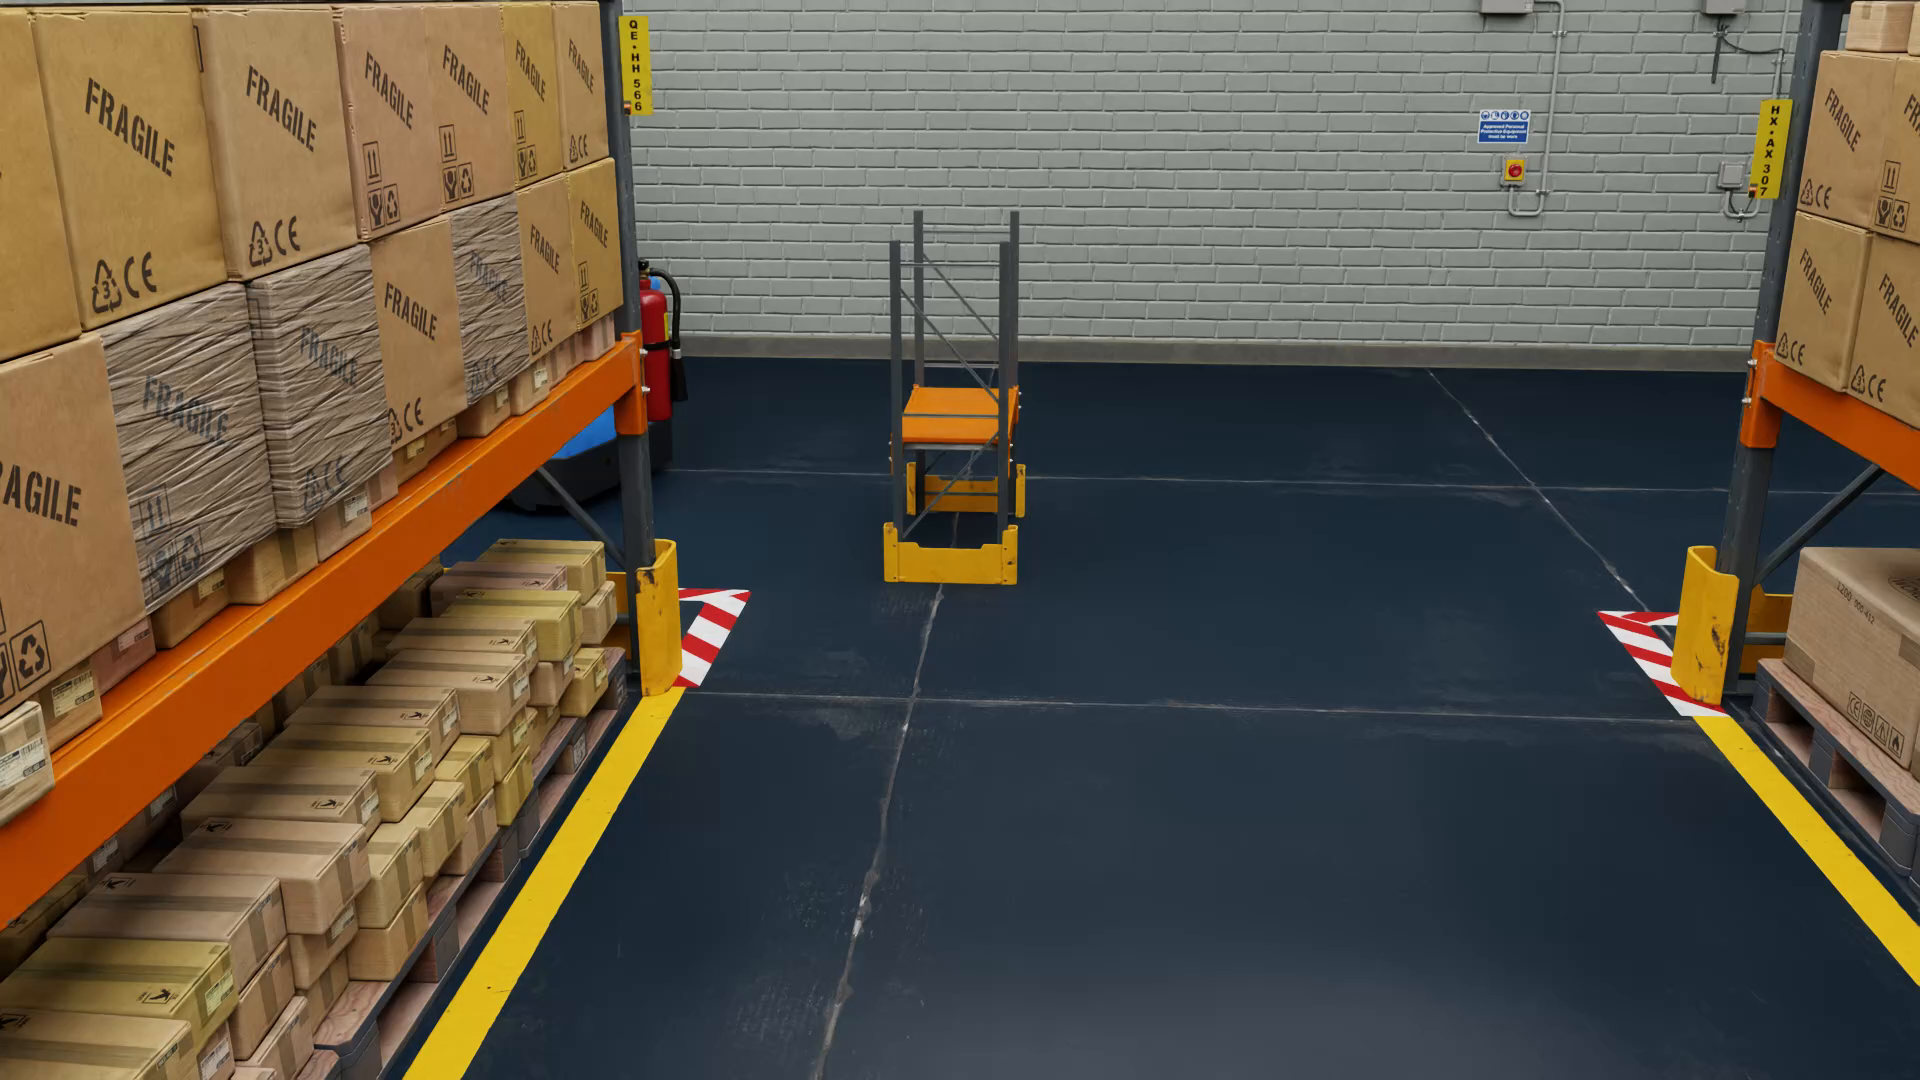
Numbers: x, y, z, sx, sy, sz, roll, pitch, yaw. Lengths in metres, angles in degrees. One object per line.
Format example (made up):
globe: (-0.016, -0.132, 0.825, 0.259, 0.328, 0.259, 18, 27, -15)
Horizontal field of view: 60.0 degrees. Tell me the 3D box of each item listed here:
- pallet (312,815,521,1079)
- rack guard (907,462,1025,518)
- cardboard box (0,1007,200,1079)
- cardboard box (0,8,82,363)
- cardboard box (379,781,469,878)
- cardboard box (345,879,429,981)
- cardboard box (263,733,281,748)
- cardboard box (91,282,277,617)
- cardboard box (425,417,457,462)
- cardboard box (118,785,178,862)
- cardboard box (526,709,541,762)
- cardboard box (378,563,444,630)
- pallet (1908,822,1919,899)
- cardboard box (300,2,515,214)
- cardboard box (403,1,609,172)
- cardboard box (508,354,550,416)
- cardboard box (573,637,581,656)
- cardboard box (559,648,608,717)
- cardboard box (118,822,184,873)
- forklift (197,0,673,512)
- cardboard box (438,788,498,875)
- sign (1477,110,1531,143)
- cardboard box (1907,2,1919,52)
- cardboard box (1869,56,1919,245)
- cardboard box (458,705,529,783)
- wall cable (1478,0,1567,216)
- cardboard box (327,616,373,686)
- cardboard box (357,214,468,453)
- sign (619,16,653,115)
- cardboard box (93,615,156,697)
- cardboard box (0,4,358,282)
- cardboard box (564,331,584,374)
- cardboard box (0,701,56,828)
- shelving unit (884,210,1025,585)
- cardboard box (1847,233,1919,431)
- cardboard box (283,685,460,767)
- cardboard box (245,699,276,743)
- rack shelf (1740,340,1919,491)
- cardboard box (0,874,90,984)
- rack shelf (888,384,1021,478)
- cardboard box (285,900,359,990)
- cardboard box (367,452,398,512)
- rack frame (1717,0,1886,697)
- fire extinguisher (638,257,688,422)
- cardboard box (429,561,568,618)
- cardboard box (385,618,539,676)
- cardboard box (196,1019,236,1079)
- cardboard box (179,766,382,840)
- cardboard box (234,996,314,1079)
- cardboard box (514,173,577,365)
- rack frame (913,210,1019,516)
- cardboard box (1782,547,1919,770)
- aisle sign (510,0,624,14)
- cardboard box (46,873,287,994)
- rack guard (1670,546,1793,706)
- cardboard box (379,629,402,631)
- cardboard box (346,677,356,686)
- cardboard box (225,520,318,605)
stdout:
pallet: (-1.846, 1.043, 4.400, 1.003, 0.211, 1.213, 1, 18, 4)
rack guard: (0.030, -0.250, 8.284, 0.587, 0.250, 0.087, 1, 18, 4)
cardboard box: (-1.633, 0.993, 3.023, 0.380, 0.149, 0.250, 2, 18, 7)
cardboard box: (-1.668, -0.491, 2.361, 0.500, 0.500, 0.500, 2, 18, 5)
cardboard box: (-1.499, 0.737, 4.282, 0.380, 0.149, 0.250, 1, 18, 4)
cardboard box: (-1.544, 0.953, 4.102, 0.380, 0.149, 0.250, 1, 18, 2)
cardboard box: (-1.985, 0.645, 4.565, 0.380, 0.149, 0.250, 2, 18, 7)
cardboard box: (-1.628, -0.183, 3.027, 0.500, 0.500, 0.500, 1, 18, 4)
cardboard box: (-1.578, -0.310, 4.455, 0.380, 0.149, 0.250, 1, 18, 2)
cardboard box: (-2.157, 0.657, 4.050, 0.380, 0.149, 0.250, 1, 18, 2)
cardboard box: (-1.513, 0.628, 5.094, 0.380, 0.149, 0.250, 1, 18, 4)
cardboard box: (-1.933, 0.181, 5.502, 0.380, 0.149, 0.250, 2, 18, 5)
pallet: (3.218, 1.097, 4.235, 1.003, 0.211, 1.213, 1, 18, 4)
cardboard box: (-1.506, -1.132, 4.317, 0.500, 0.500, 0.500, 2, 18, 7)
cardboard box: (-1.441, -1.451, 5.291, 0.500, 0.500, 0.500, 1, 18, 3)
cardboard box: (-1.451, -0.474, 4.954, 0.380, 0.149, 0.250, 2, 18, 5)
cardboard box: (-1.482, 0.329, 5.527, 0.380, 0.149, 0.250, 1, 18, 3)
cardboard box: (-1.404, 0.471, 5.574, 0.380, 0.149, 0.250, 2, 18, 6)
cardboard box: (-2.075, 0.810, 4.059, 0.380, 0.149, 0.250, 0, 18, 1)
forklift: (-3.125, -1.814, 8.753, 3.031, 2.935, 1.130, 7, 20, 22)
cardboard box: (-1.509, 0.793, 4.590, 0.380, 0.149, 0.250, 2, 18, 5)
sign: (3.625, -2.756, 11.083, 0.327, 0.218, 0.001, 1, 18, 4)
cardboard box: (3.038, -1.500, 4.874, 0.380, 0.149, 0.250, 2, 18, 5)
cardboard box: (2.939, -1.075, 4.620, 0.500, 0.500, 0.500, 1, 18, 2)
cardboard box: (-1.470, 0.572, 4.787, 0.380, 0.149, 0.250, 2, 18, 5)
wall cable: (3.669, -3.105, 10.901, 0.585, 1.953, 0.123, 1, 18, 4)
cardboard box: (-2.014, 0.335, 5.031, 0.380, 0.149, 0.250, 0, 18, 1)
cardboard box: (-1.547, -0.506, 4.013, 0.500, 0.500, 0.500, 2, 18, 7)
sign: (-1.105, -1.617, 5.673, 0.100, 0.325, 0.005, 1, 18, 4)
cardboard box: (-1.686, 0.180, 2.959, 0.380, 0.149, 0.250, 0, 18, 1)
cardboard box: (-1.579, -0.808, 3.329, 0.500, 0.500, 0.500, 2, 18, 5)
cardboard box: (-1.453, -0.632, 5.437, 0.380, 0.149, 0.250, 1, 18, 4)
cardboard box: (-1.597, 0.346, 2.453, 0.380, 0.149, 0.250, 2, 18, 6)
shelving unit: (-0.005, -0.689, 7.617, 0.587, 1.500, 1.083, 1, 18, 4)
cardboard box: (2.959, -0.603, 4.785, 0.500, 0.500, 0.500, 1, 18, 3)
cardboard box: (-1.584, 0.511, 4.496, 0.380, 0.149, 0.250, 1, 18, 2)
cardboard box: (-2.108, 0.502, 4.522, 0.380, 0.149, 0.250, 2, 18, 5)
rack shelf: (3.144, 0.107, 3.934, 1.077, 0.370, 4.000, 1, 18, 4)
cardboard box: (-2.092, 0.827, 3.530, 0.380, 0.149, 0.250, 2, 18, 6)
rack shelf: (-0.006, -0.515, 7.665, 0.538, 0.185, 1.000, 1, 18, 4)
cardboard box: (-1.623, 0.890, 3.816, 0.380, 0.149, 0.250, 2, 18, 6)
cardboard box: (-1.578, -0.148, 3.962, 0.380, 0.149, 0.250, 2, 18, 6)
rack frame: (3.288, -0.856, 5.717, 1.000, 3.000, 0.127, 1, 18, 4)
fire extinguisher: (-1.178, -0.789, 6.236, 0.296, 0.674, 0.183, 1, 18, 4)
cardboard box: (-1.517, 0.184, 5.491, 0.380, 0.149, 0.250, 2, 18, 5)
cardboard box: (-1.491, 0.347, 4.996, 0.380, 0.149, 0.250, 1, 18, 2)
cardboard box: (-1.688, 1.059, 3.301, 0.380, 0.149, 0.250, 1, 18, 4)
cardboard box: (-1.631, 0.668, 4.014, 0.380, 0.149, 0.250, 1, 18, 2)
cardboard box: (-1.643, 1.116, 3.605, 0.380, 0.149, 0.250, 1, 18, 3)
cardboard box: (-1.474, -0.819, 4.966, 0.500, 0.500, 0.500, 1, 18, 3)
rack frame: (0.030, -0.844, 8.090, 0.500, 1.500, 0.032, 1, 18, 4)
cardboard box: (3.340, 0.369, 5.419, 0.875, 0.438, 0.875, 1, 18, 2)
aisle sign: (-1.352, -2.186, 5.603, 0.394, 0.787, 0.004, 1, 18, 4)
cardboard box: (-1.668, 0.832, 3.515, 0.380, 0.149, 0.250, 1, 18, 2)
rack guard: (3.290, 0.325, 6.129, 1.175, 0.500, 0.348, 1, 18, 4)
cardboard box: (-2.026, 0.320, 5.556, 0.380, 0.149, 0.250, 1, 18, 4)
cardboard box: (-2.082, 0.475, 5.082, 0.380, 0.149, 0.250, 2, 18, 6)
cardboard box: (-1.577, 0.019, 3.451, 0.380, 0.149, 0.250, 2, 18, 5)
